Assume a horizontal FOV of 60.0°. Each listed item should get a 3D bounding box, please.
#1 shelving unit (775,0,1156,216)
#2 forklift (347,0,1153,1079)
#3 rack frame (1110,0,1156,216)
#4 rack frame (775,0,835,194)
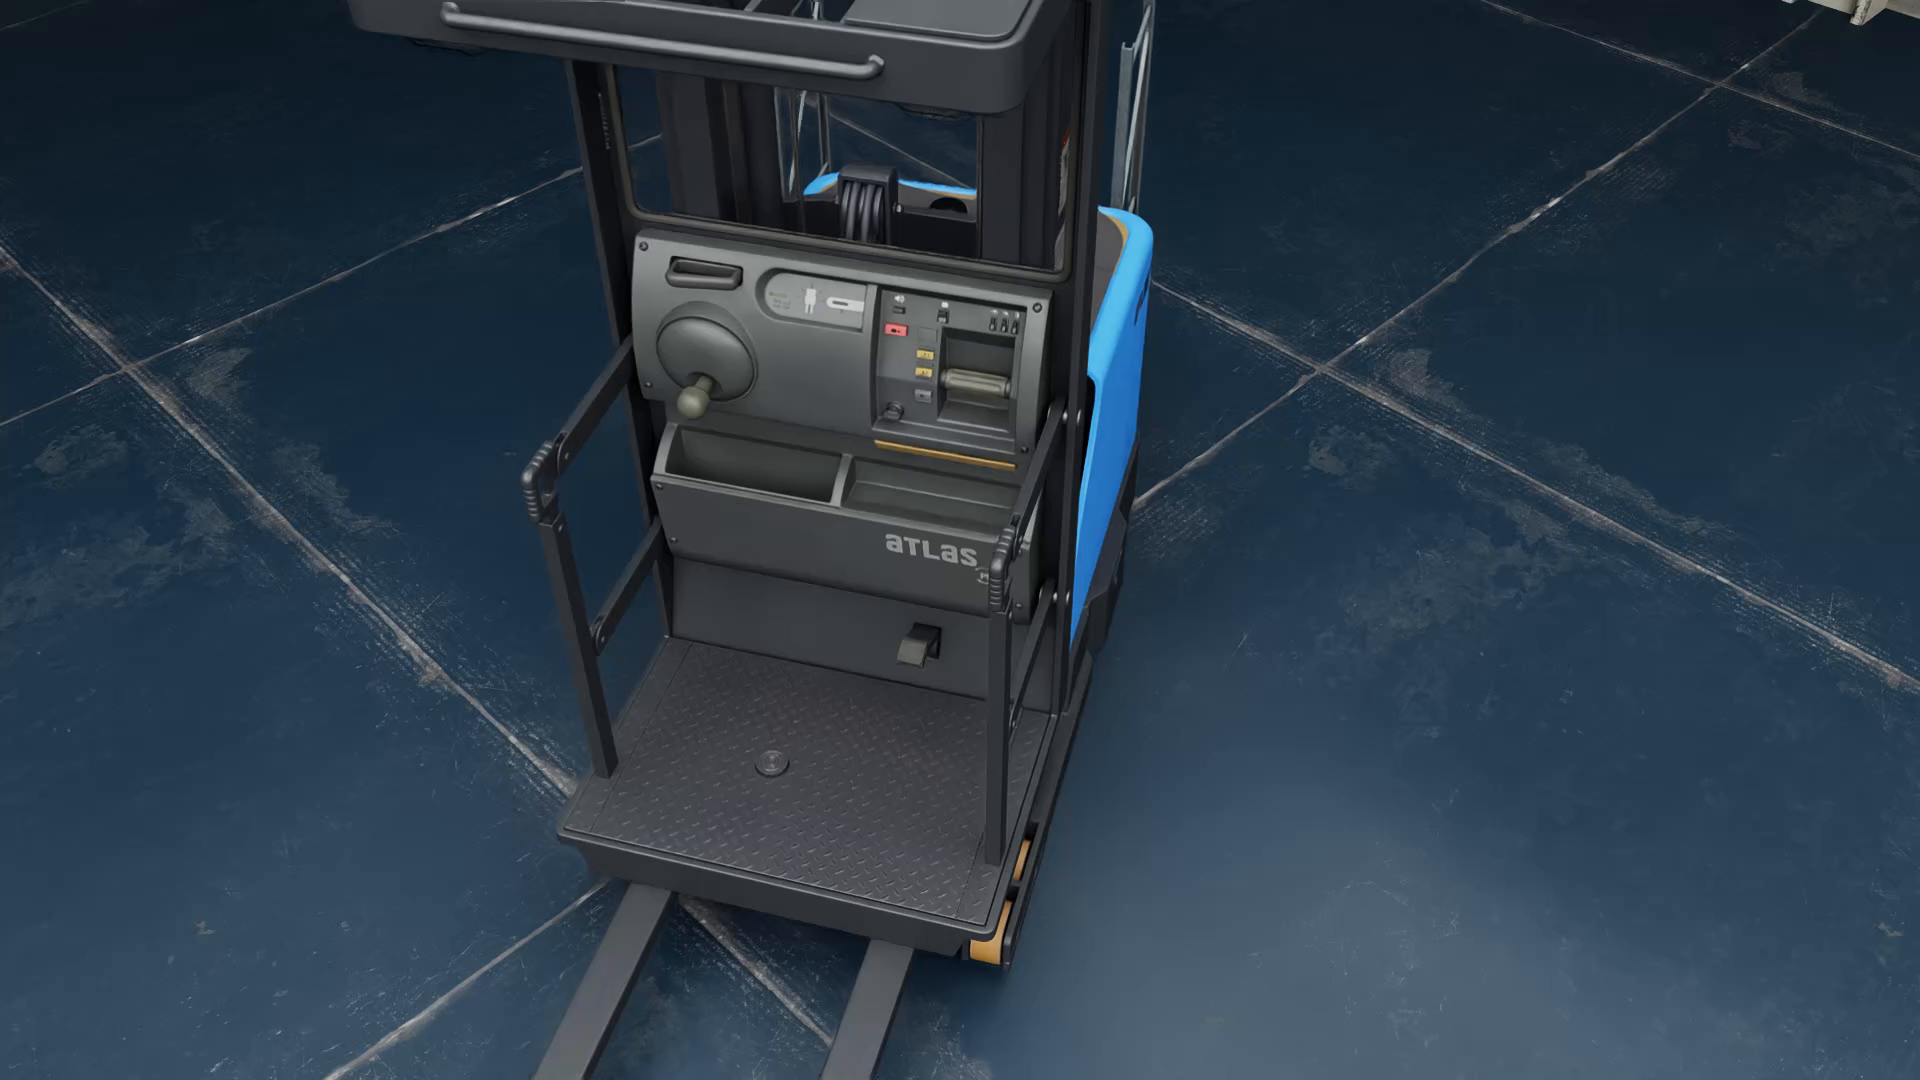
[{"bbox_3d":[0.018,-1.010,5.237,1.083,1.500,0.587,9,43,10],"label":"shelving unit"},{"bbox_3d":[-0.325,-0.330,3.447,1.130,2.935,3.031,11,44,11],"label":"forklift"},{"bbox_3d":[0.504,-0.933,5.155,0.032,1.500,0.500,9,43,10],"label":"rack frame"},{"bbox_3d":[-0.486,-1.089,5.323,0.032,1.500,0.500,9,43,10],"label":"rack frame"}]
